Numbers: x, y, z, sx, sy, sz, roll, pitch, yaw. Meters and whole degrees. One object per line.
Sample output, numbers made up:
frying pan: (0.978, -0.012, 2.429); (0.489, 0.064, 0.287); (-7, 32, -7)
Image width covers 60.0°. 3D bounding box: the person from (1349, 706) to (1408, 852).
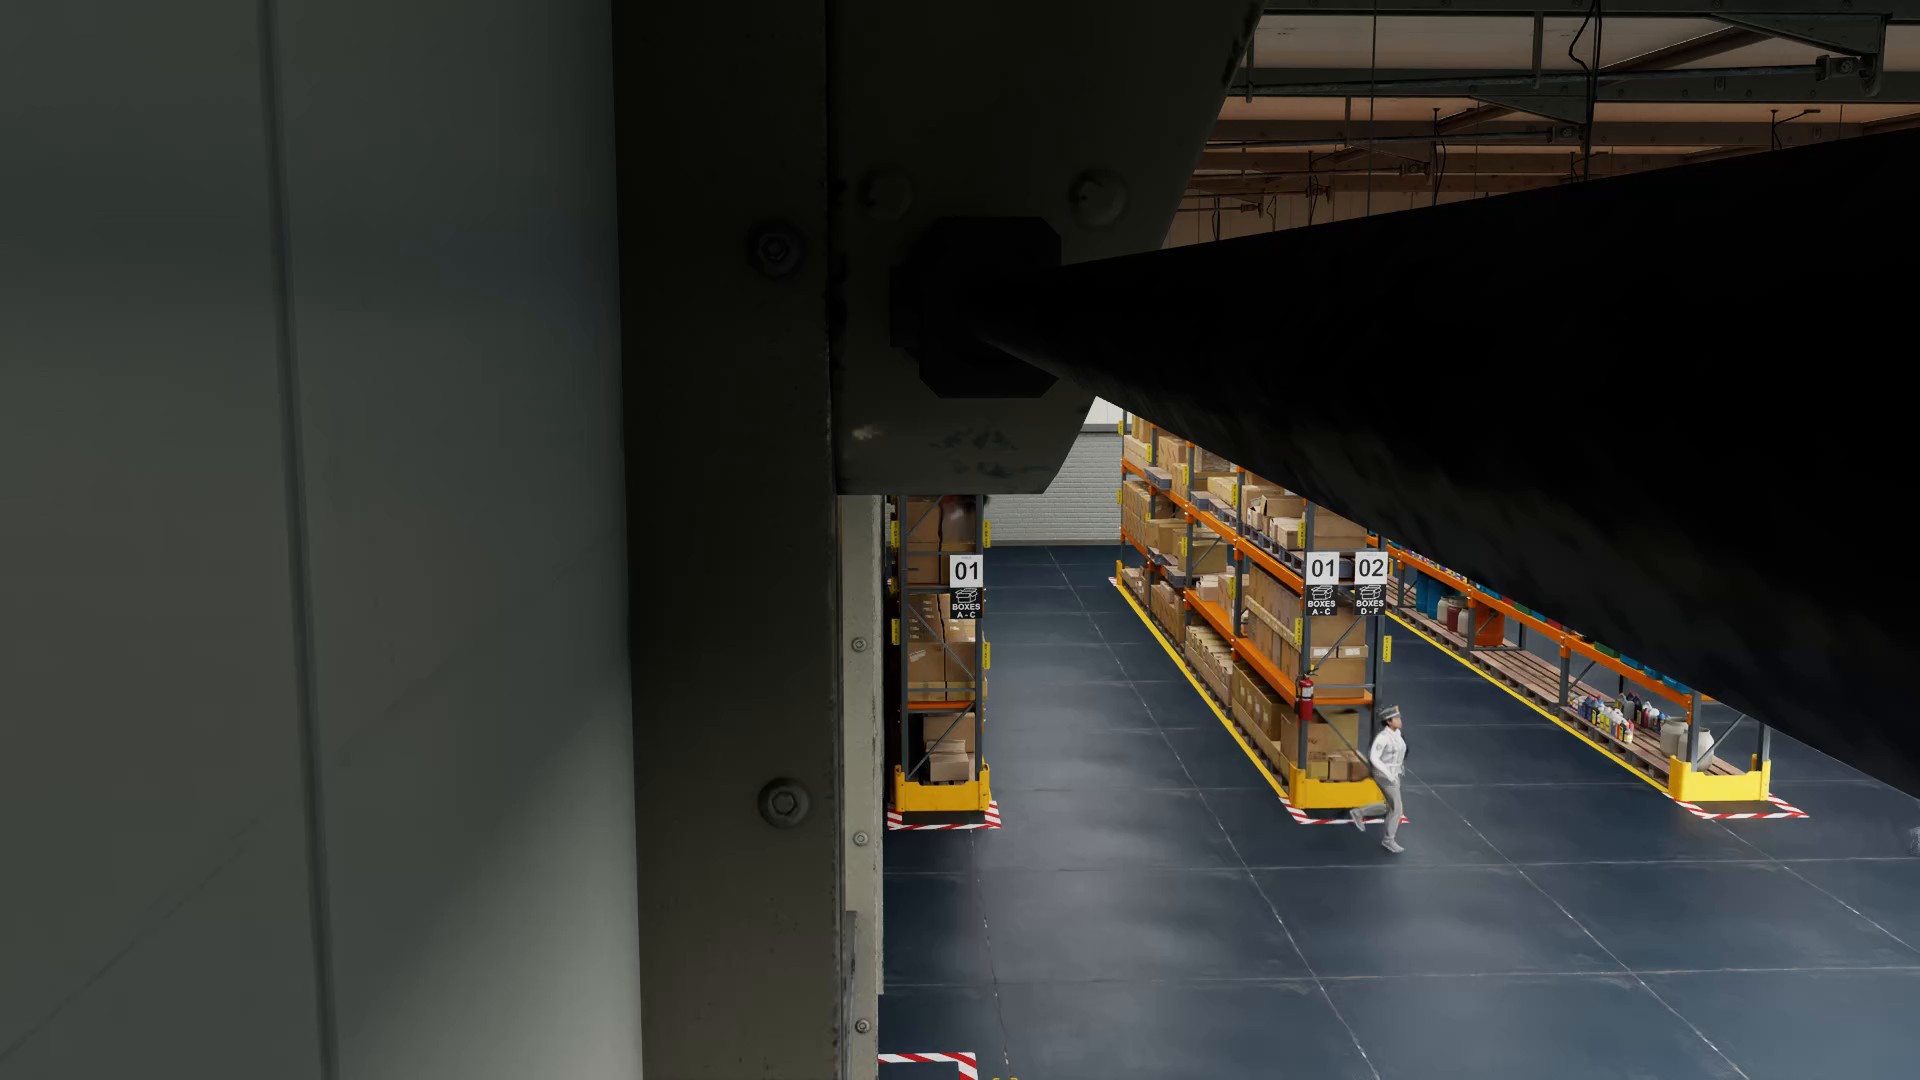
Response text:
person: (4.839, 2.710, 19.152); (0.683, 1.702, 0.636); (5, 10, 32)
